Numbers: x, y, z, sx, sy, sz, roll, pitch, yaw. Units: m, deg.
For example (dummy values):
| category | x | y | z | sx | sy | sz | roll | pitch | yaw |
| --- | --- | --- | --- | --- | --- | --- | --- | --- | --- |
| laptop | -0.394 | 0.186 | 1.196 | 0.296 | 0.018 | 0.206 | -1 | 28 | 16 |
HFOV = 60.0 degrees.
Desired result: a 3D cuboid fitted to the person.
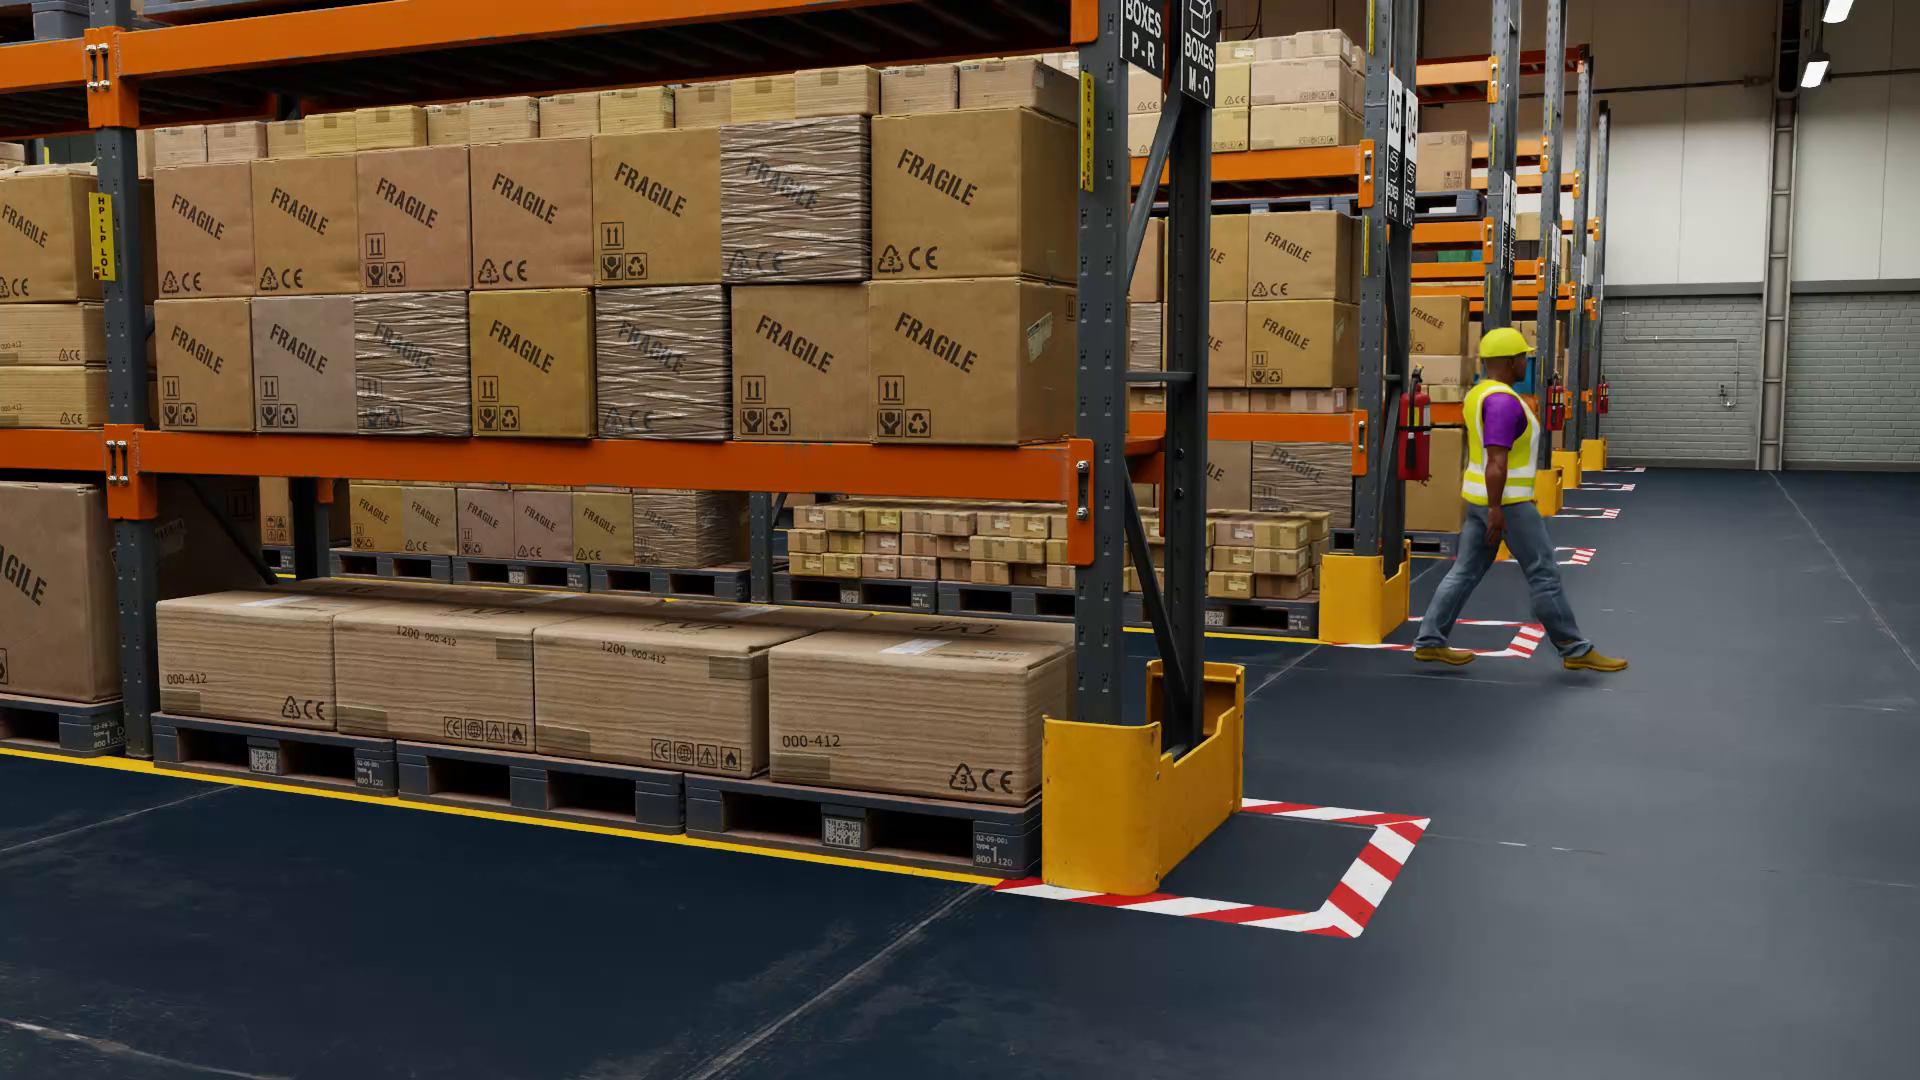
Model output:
| category | x | y | z | sx | sy | sz | roll | pitch | yaw |
| --- | --- | --- | --- | --- | --- | --- | --- | --- | --- |
| person | 2.829 | -0.210 | 8.414 | 1.001 | 1.711 | 0.609 | 0 | 6 | -1 |
